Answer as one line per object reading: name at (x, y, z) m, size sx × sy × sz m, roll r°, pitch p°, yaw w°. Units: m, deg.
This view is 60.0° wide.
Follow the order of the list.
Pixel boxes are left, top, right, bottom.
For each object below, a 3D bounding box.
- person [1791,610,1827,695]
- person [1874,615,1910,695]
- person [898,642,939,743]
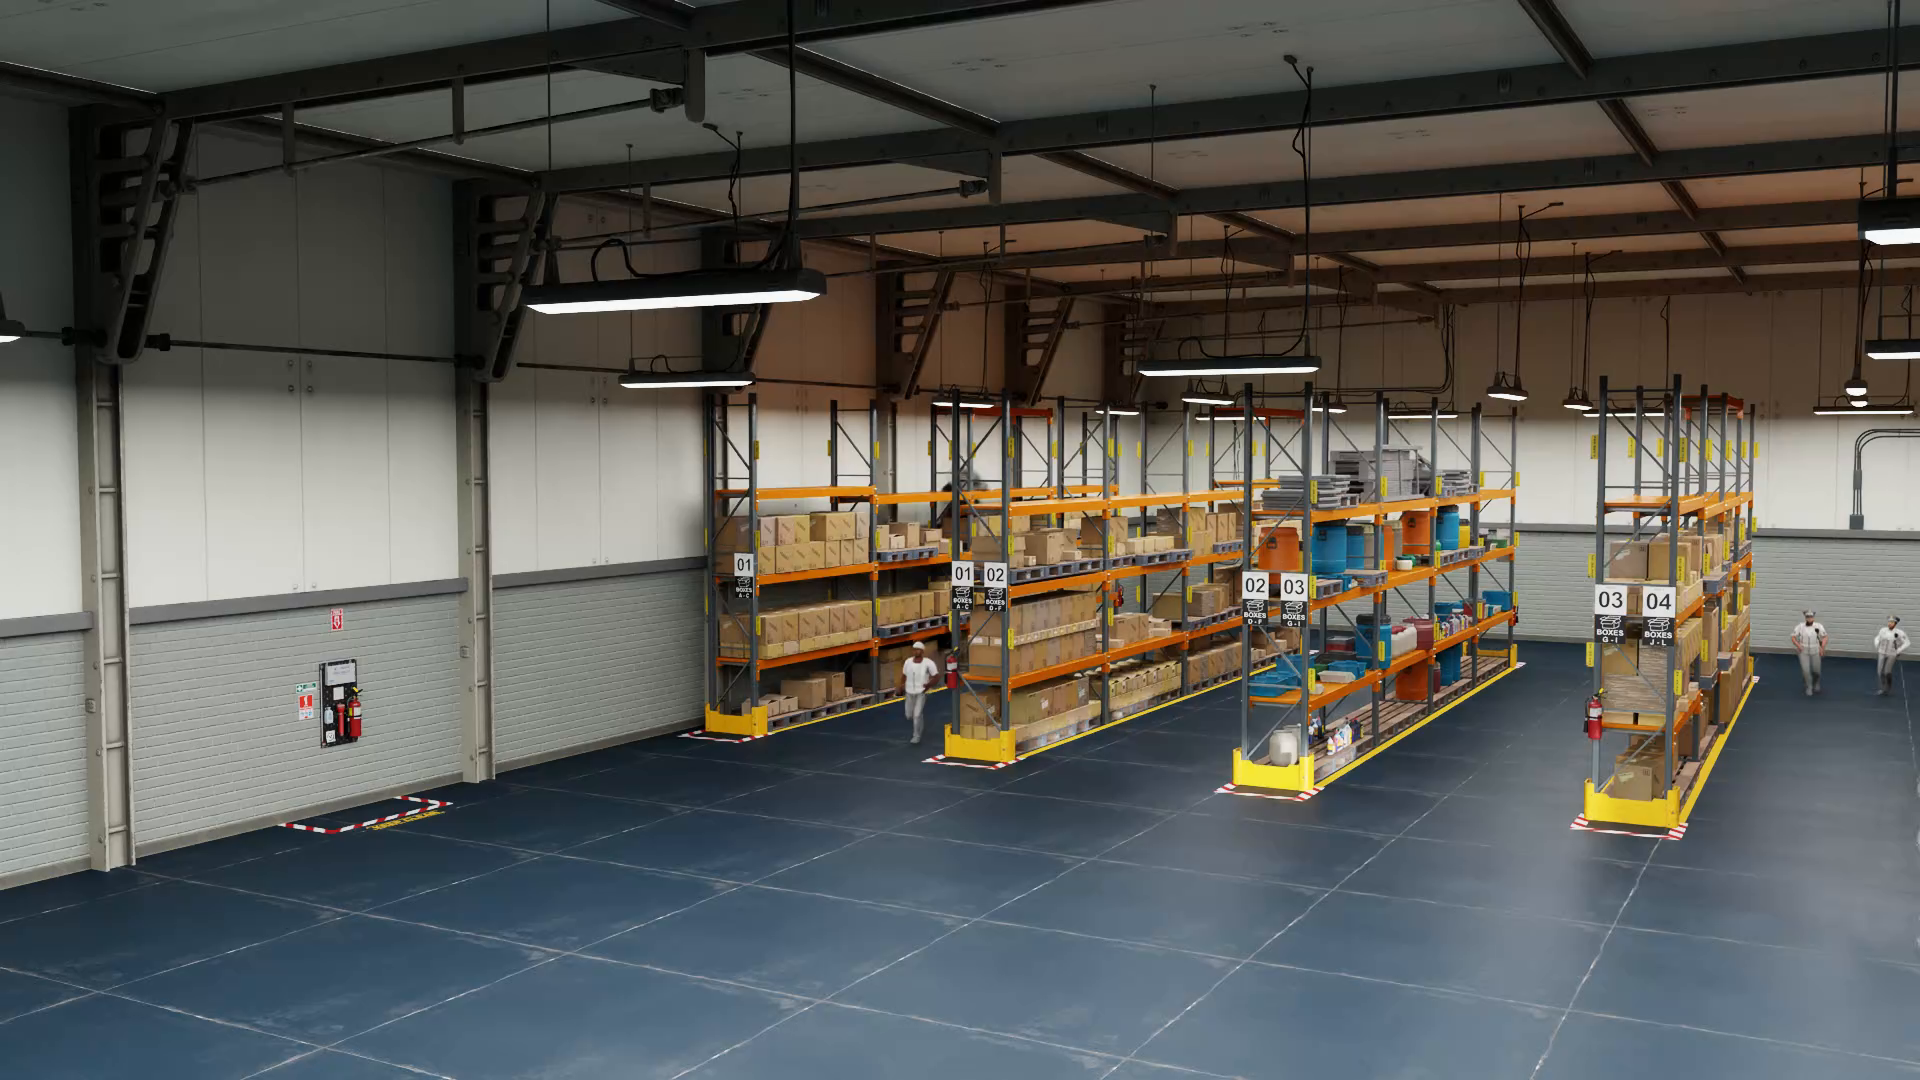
person at (17.387, 2.295, 34.075) m, size 0.669 × 1.754 × 0.602 m, roll 2°, pitch 3°, yaw 28°
person at (18.924, 2.348, 33.883) m, size 0.553 × 1.650 × 0.630 m, roll -2°, pitch 4°, yaw -39°
person at (-0.712, 2.603, 28.525) m, size 0.701 × 1.720 × 0.549 m, roll 1°, pitch 3°, yaw 23°
